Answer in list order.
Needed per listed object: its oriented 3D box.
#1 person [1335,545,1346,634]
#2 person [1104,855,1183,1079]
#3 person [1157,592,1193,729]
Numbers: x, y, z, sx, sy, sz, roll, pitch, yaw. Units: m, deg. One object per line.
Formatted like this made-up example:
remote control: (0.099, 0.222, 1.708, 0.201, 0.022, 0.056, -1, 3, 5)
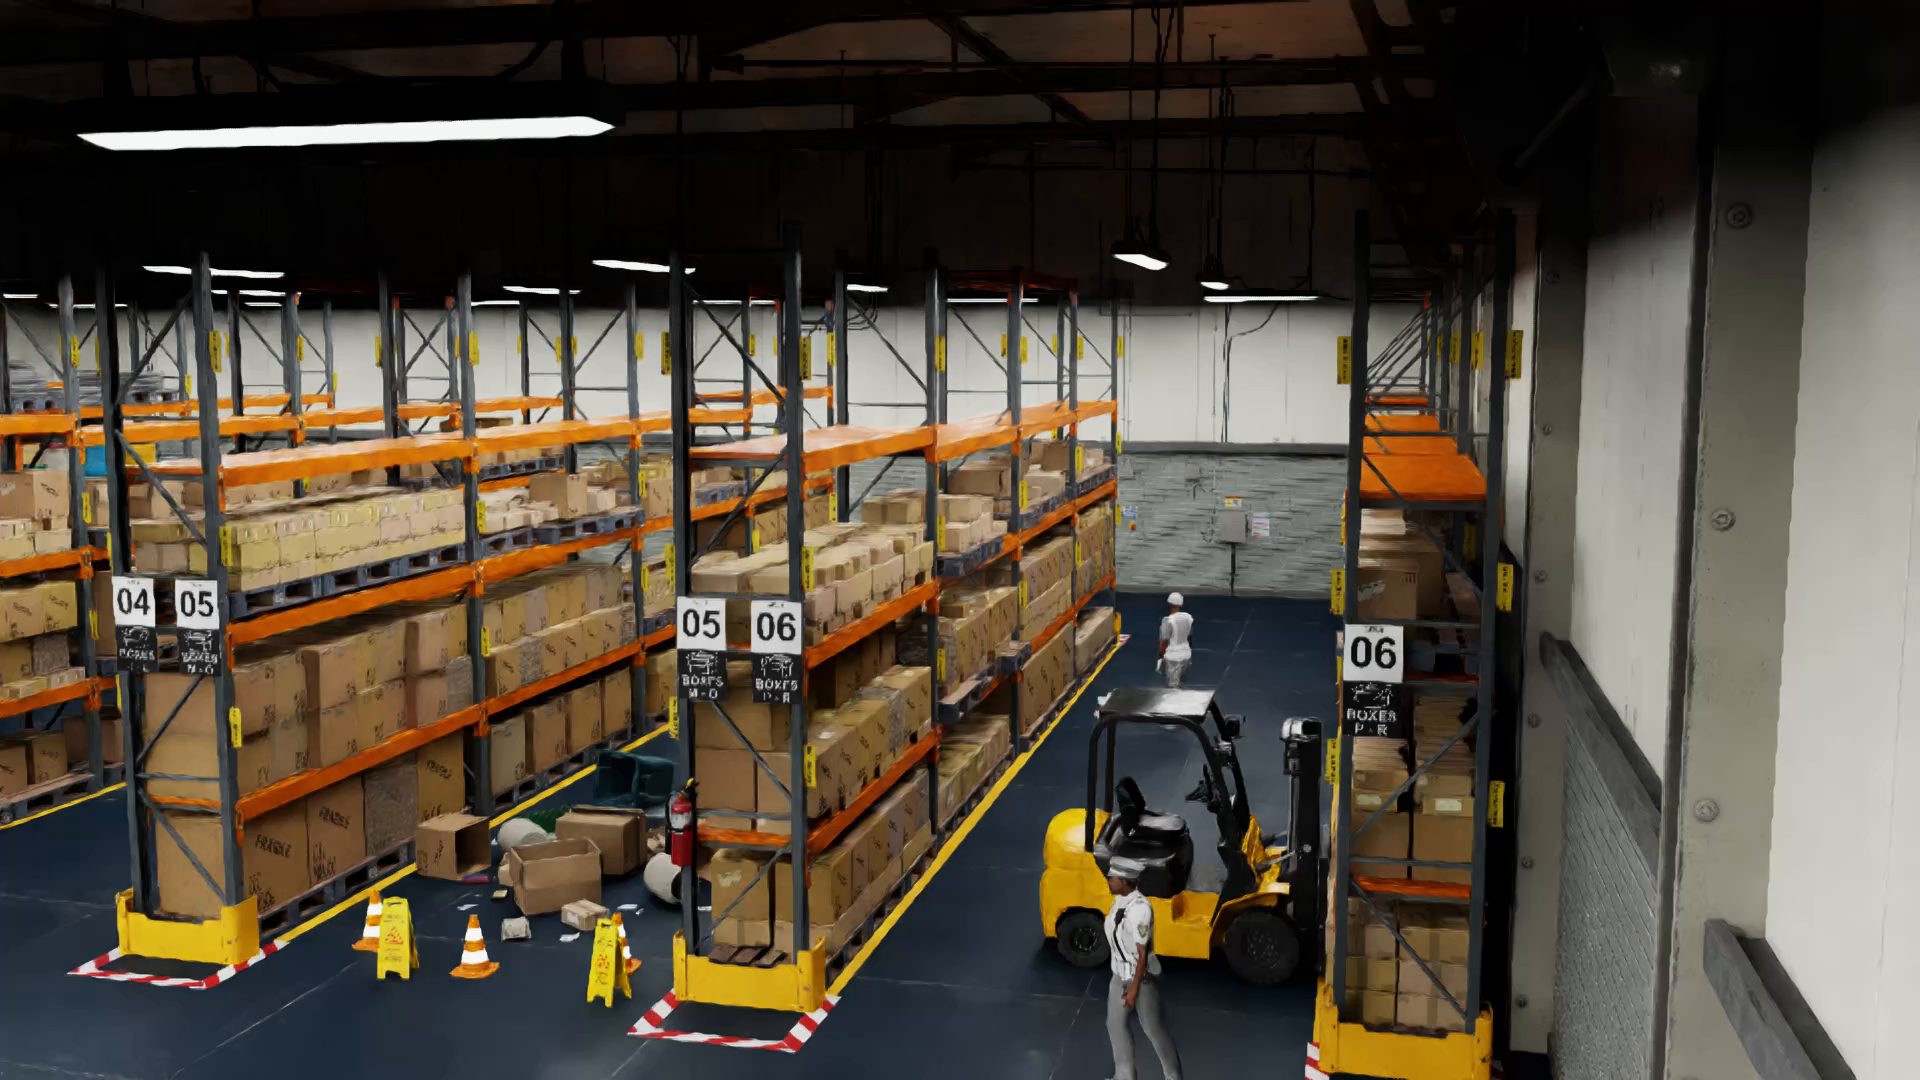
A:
person: (6.908, 0.836, 28.872, 0.687, 1.645, 0.516, -2, 7, -13)
person: (1.241, 2.972, 11.347, 0.598, 1.654, 0.505, -2, 7, -19)
person: (2.840, 1.575, 22.122, 0.577, 1.783, 0.662, 6, 9, 41)
